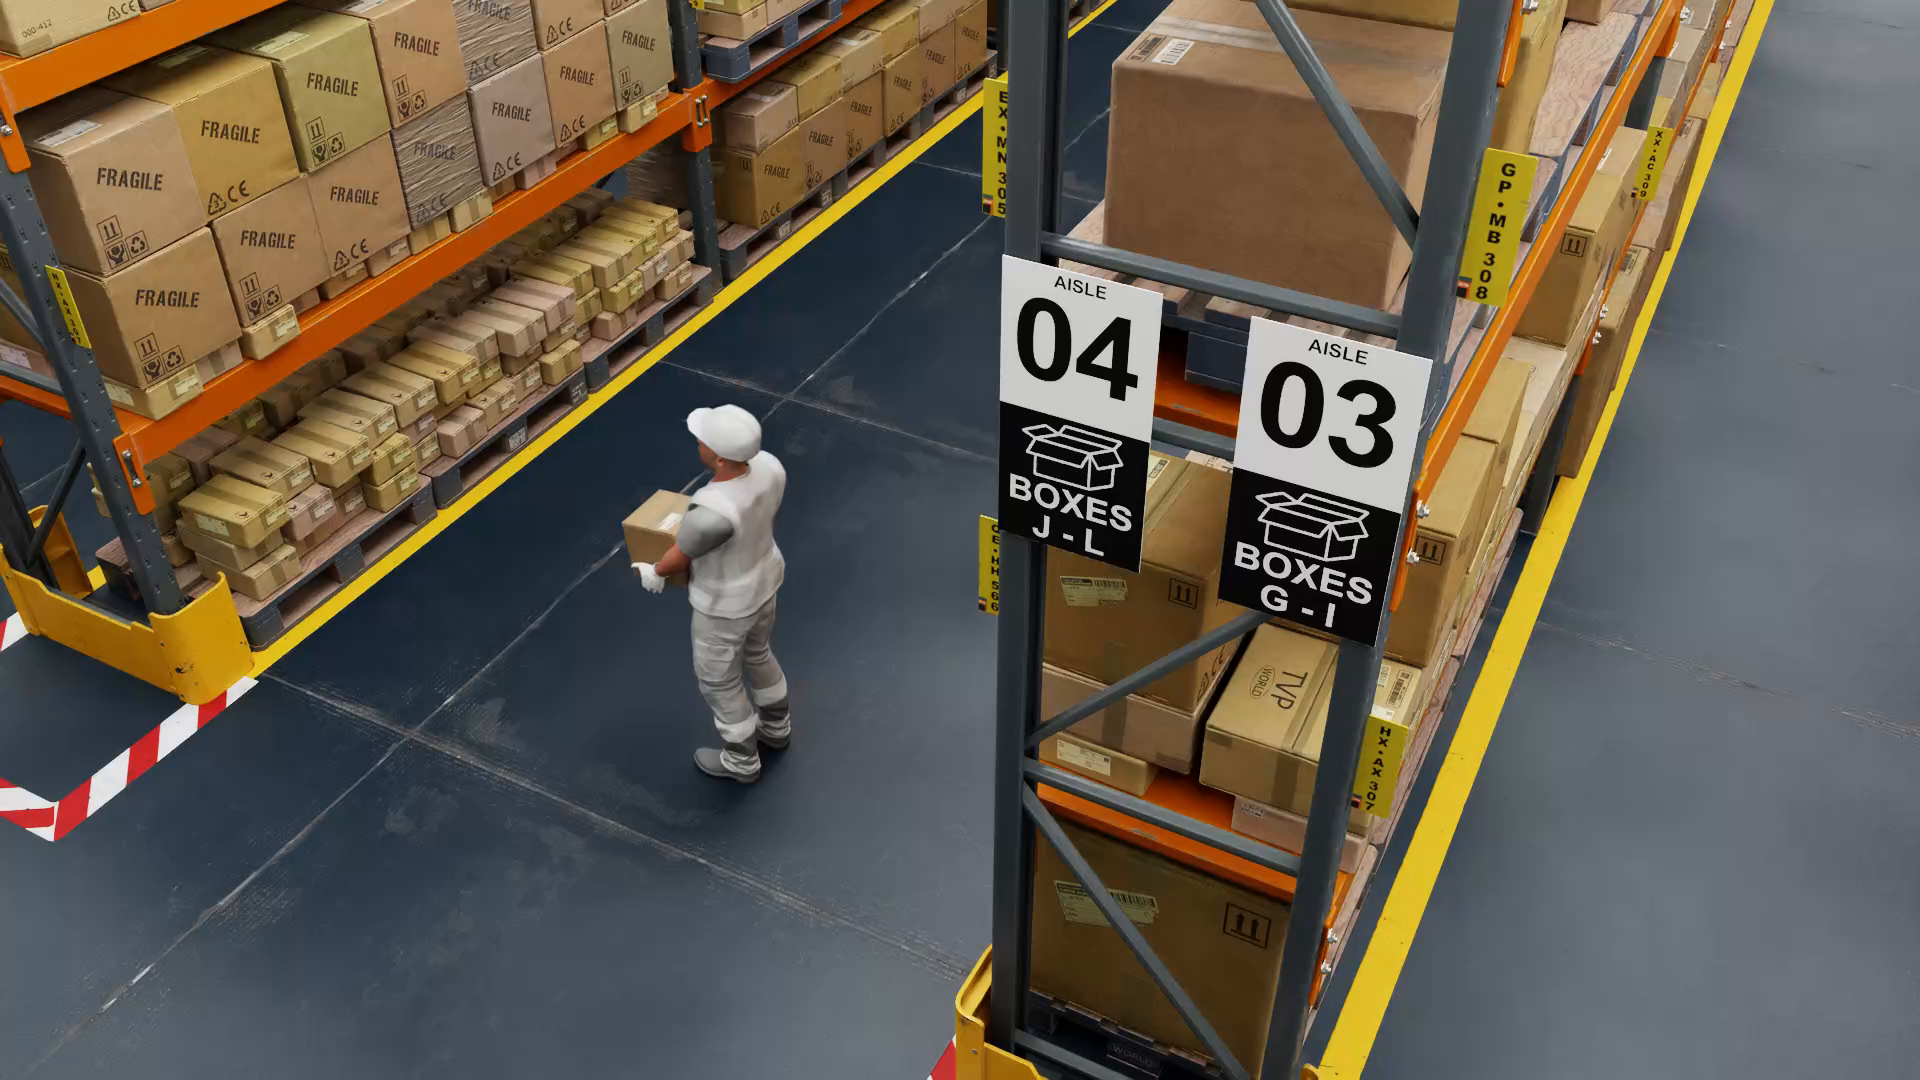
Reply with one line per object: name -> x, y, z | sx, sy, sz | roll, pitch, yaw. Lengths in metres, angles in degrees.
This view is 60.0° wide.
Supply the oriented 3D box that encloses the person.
person -> -0.968, 0.185, 6.495 | 0.573, 1.782, 0.494 | 18, 41, 22
